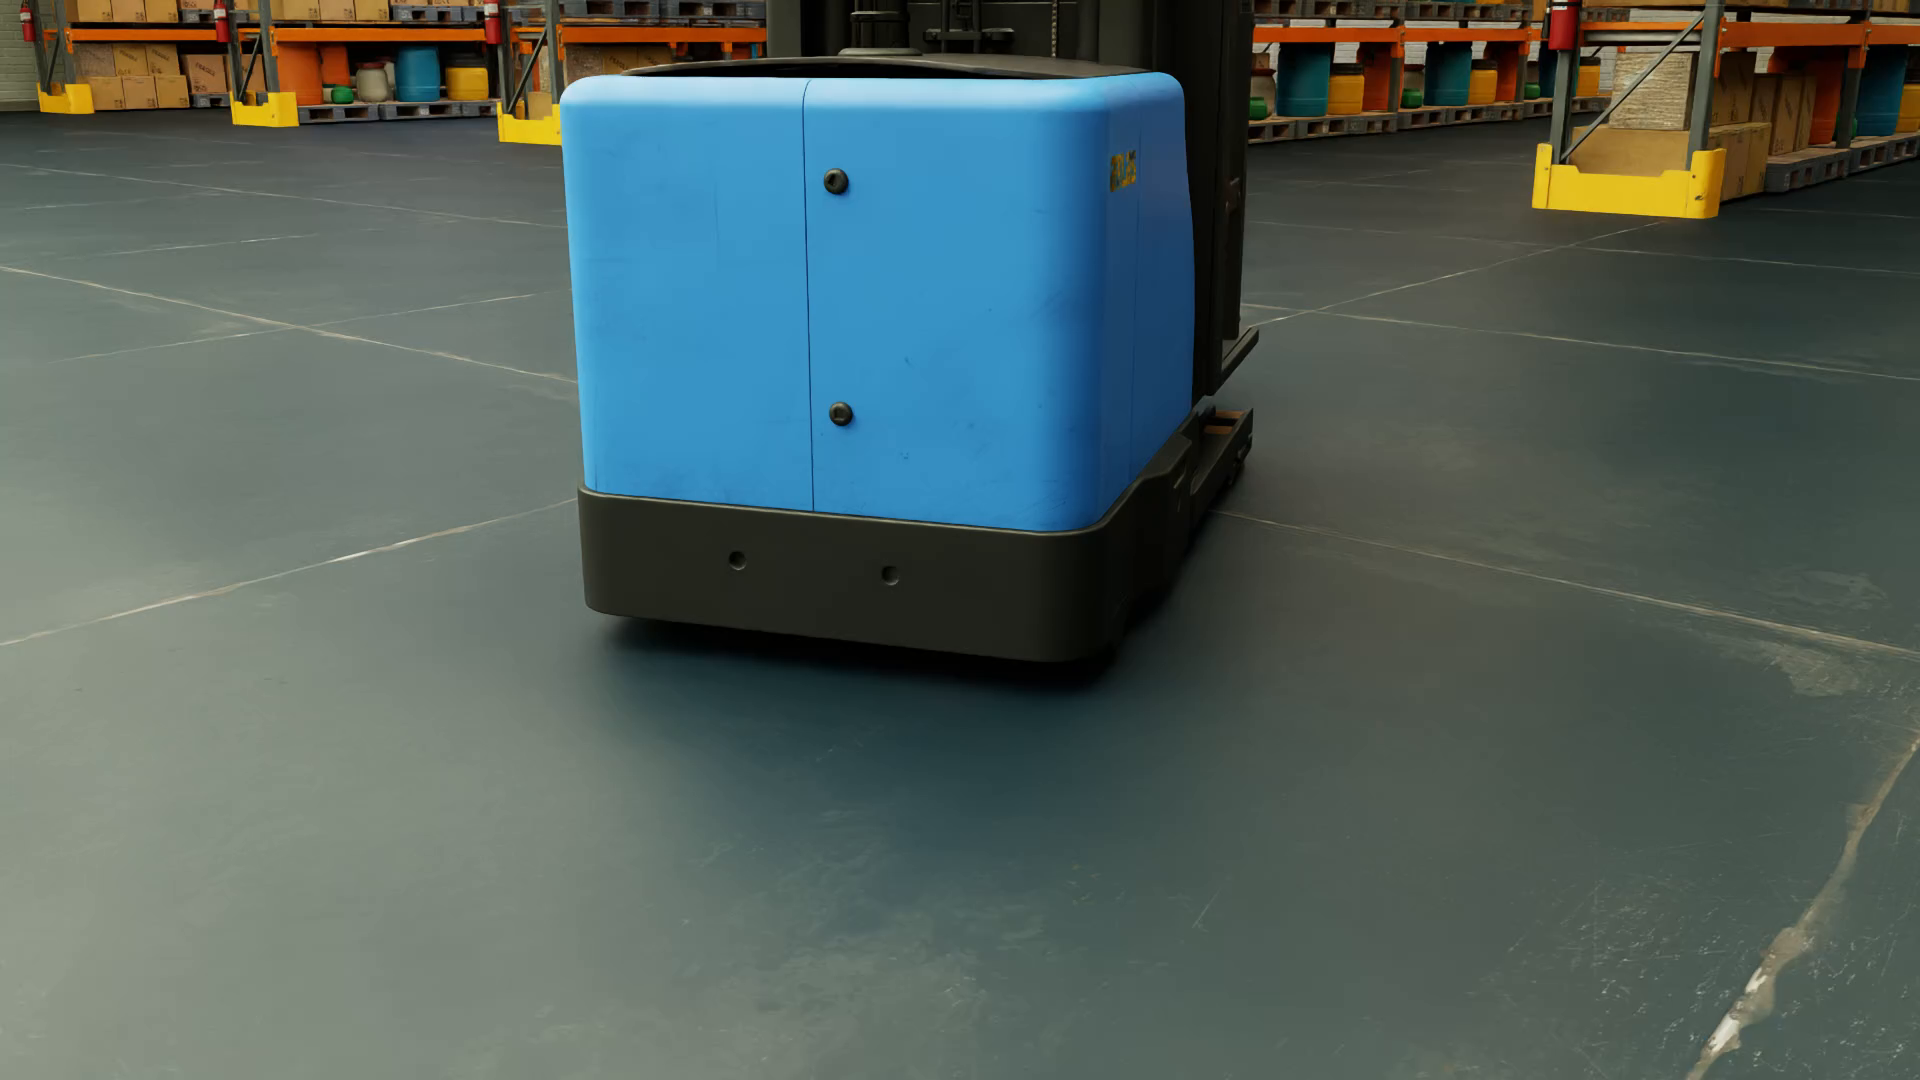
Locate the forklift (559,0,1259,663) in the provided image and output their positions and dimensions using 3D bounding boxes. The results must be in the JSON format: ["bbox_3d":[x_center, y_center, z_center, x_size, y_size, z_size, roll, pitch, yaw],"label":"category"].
[{"bbox_3d":[0.182,-1.571,4.072,1.130,2.935,3.031,5,18,17],"label":"forklift"}]
